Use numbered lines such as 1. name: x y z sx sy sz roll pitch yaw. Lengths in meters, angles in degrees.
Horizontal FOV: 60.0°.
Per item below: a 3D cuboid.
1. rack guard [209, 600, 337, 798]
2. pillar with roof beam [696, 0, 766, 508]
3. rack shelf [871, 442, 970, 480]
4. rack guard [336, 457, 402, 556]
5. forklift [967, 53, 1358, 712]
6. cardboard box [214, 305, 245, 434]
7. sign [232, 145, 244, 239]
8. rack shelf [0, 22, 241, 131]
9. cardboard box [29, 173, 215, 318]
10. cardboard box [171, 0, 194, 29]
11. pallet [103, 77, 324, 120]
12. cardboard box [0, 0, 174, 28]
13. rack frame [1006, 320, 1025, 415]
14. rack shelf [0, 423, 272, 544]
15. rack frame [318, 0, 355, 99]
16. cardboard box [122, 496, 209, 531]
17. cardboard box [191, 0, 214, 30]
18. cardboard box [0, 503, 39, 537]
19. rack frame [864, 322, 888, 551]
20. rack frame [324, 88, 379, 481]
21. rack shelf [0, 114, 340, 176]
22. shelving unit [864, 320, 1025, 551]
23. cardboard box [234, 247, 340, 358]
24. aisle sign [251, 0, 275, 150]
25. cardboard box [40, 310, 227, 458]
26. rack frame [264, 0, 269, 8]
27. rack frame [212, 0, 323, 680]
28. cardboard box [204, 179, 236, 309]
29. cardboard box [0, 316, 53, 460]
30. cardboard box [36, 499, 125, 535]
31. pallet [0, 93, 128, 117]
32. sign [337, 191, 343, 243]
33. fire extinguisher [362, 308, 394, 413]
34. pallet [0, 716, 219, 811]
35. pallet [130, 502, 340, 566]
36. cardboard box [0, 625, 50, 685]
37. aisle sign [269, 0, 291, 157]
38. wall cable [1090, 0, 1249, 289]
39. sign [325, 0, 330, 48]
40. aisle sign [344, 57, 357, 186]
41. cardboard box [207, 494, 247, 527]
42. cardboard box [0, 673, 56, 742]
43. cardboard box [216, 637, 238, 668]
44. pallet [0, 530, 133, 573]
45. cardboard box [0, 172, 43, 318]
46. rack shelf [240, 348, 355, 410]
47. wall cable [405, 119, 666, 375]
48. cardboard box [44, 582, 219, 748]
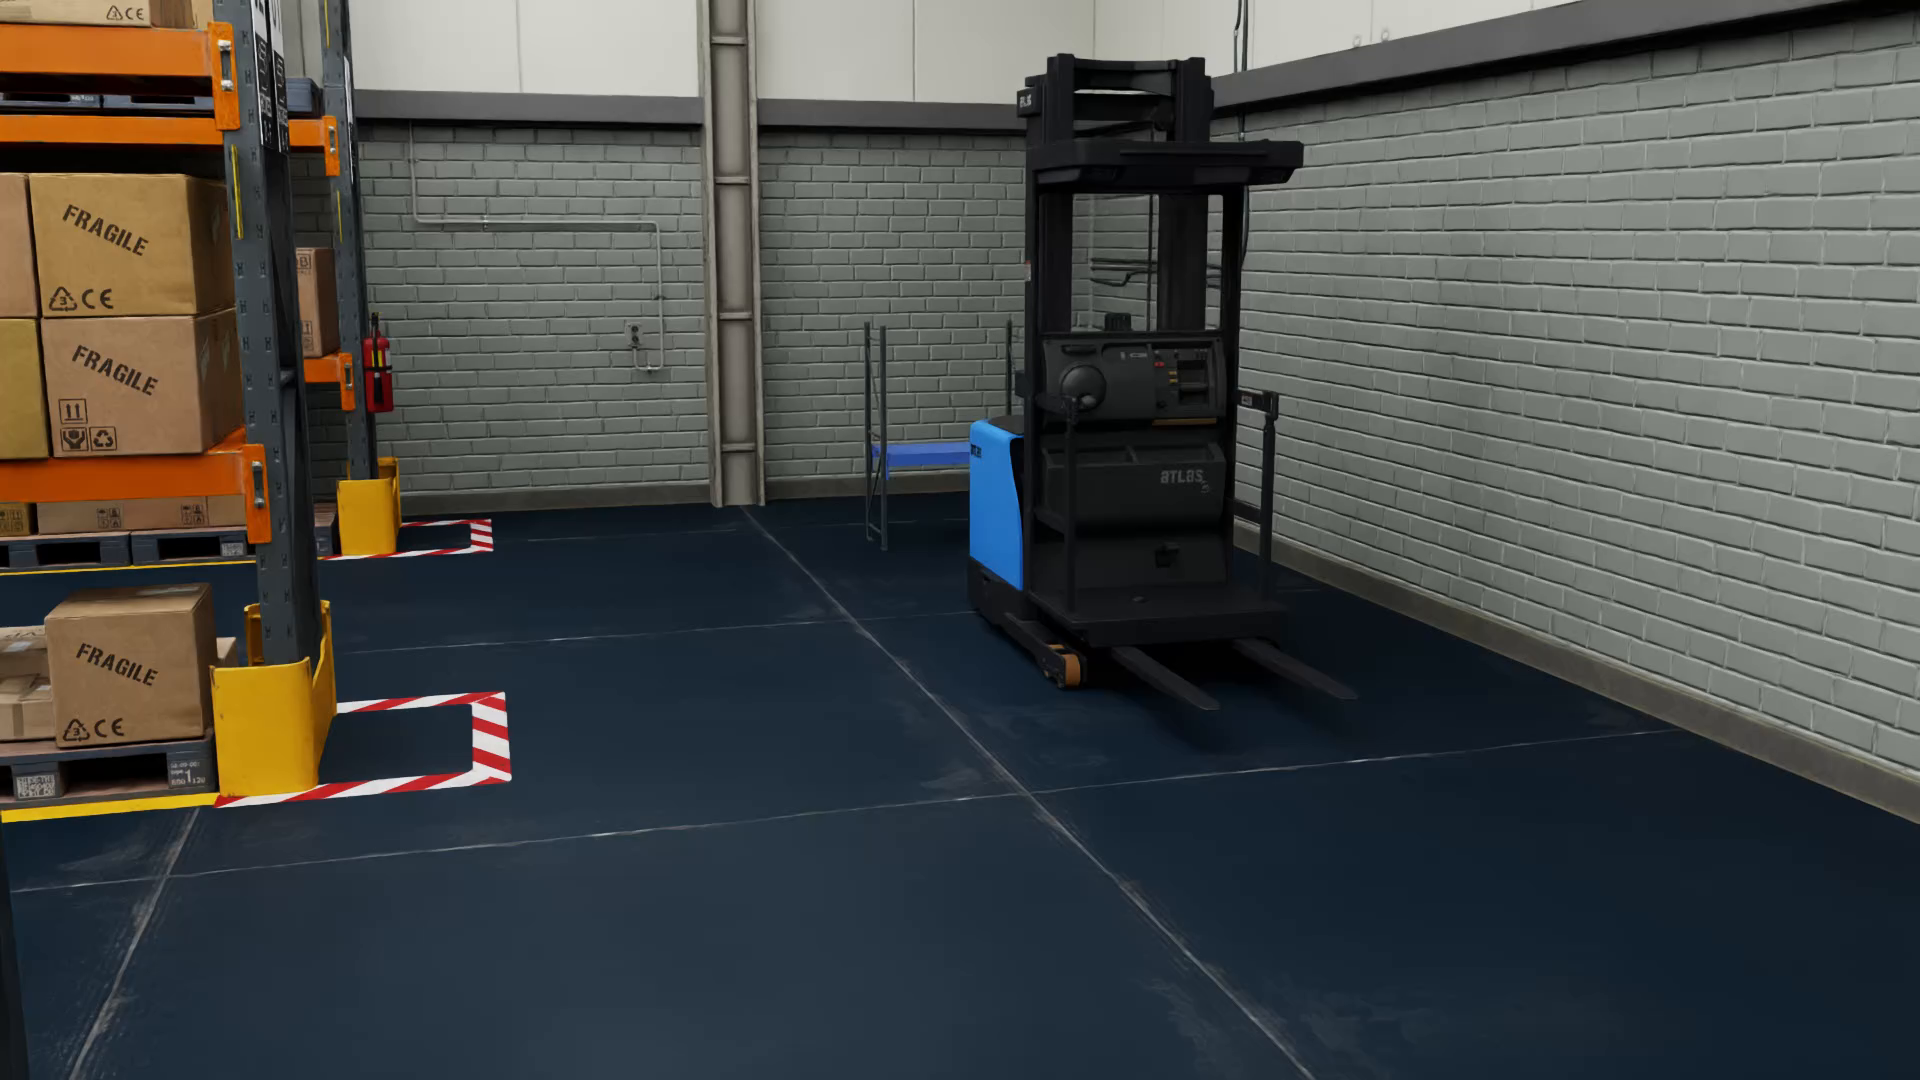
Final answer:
1. rack guard: -2.788 0.619 6.806 0.348 0.500 1.175 -3 11 -16
2. pillar with roof beam: -0.549 -3.965 8.227 0.400 9.000 9.100 -3 11 -16
3. rack shelf: -0.082 -0.556 11.420 1.000 0.185 0.538 -3 11 -16
4. rack guard: -4.080 -0.247 11.510 0.348 0.500 1.175 -3 11 -16
5. forklift: 0.914 -0.824 7.926 1.130 2.935 3.031 -3 11 -15
6. cardboard box: -3.214 -0.687 6.718 0.500 0.500 0.500 -3 11 -15
7. sign: -2.579 -1.242 5.937 0.005 0.325 0.100 -3 11 -16
8. rack shelf: -4.635 -1.635 5.844 4.000 0.370 1.077 -3 11 -16
9. cardboard box: -3.065 -1.085 6.119 0.500 0.500 0.500 -3 11 -16
10. cardboard box: -3.279 -2.034 6.441 0.500 0.250 0.500 -3 11 -16
11. pallet: -4.812 -2.868 10.799 1.213 0.211 1.003 -3 11 -16
12. cardboard box: -3.134 -1.944 5.952 0.500 0.250 0.500 -3 11 -16
13. rack frame: 0.406 -0.759 11.527 0.032 1.500 0.500 -3 11 -16
14. rack shelf: -4.635 -0.160 6.115 4.000 0.370 1.077 -3 11 -16
15. rack frame: -4.103 -4.426 10.734 0.127 3.000 1.000 -3 11 -16
16. cardboard box: -5.227 -0.375 11.041 0.500 0.500 0.700 -3 11 -16
17. cardboard box: -4.729 -3.417 10.445 0.500 0.500 0.500 -3 11 -16
18. cardboard box: -6.220 -0.321 10.748 0.500 0.500 0.700 -3 11 -15
19. rack frame: -0.570 -0.708 11.247 0.032 1.500 0.500 -3 11 -16
20. rack frame: -4.103 -1.476 11.277 0.127 3.000 1.000 -3 11 -16
21. rack shelf: -6.023 -2.496 10.521 4.000 0.370 1.077 -3 11 -16
22. shelving unit: -0.082 -0.733 11.387 1.048 1.500 0.538 -3 11 -16
23. cardboard box: -4.590 -1.596 11.100 0.700 0.700 0.980 -3 11 -13
24. aisle sign: -2.564 -1.843 6.094 0.004 0.787 0.394 -3 11 -16
25. cardboard box: -3.069 -0.594 6.211 0.500 0.500 0.500 -3 11 -14
26. rack frame: -2.715 -3.565 6.057 0.127 3.000 1.000 -3 11 -16
27. rack frame: -2.715 -0.615 6.600 0.127 3.000 1.000 -3 11 -16
28. cardboard box: -3.214 -1.179 6.628 0.500 0.500 0.500 -3 11 -14
29. cardboard box: -3.566 -0.567 6.065 0.500 0.500 0.500 -3 11 -15
30. cardboard box: -5.710 -0.349 10.902 0.500 0.500 0.700 -3 11 -18
31. pallet: -5.986 -2.805 10.460 1.213 0.211 1.003 -3 11 -16
32. sign: -3.965 -2.066 10.634 0.005 0.325 0.100 -3 11 -16
33. fire extinguisher: -3.829 -1.182 10.923 0.183 0.674 0.296 -3 11 -16
34. pallet: -3.553 0.801 6.612 1.213 0.211 1.003 -3 11 -16
35. pallet: -4.849 -0.050 11.236 1.213 0.211 1.003 -3 11 -16
36. cardboard box: -3.796 0.525 6.790 0.500 0.250 0.500 -3 11 -16
37. aisle sign: -2.731 -1.948 6.661 0.004 0.787 0.394 -3 11 -16
38. wall cable: 1.428 -3.123 12.232 0.112 2.526 3.097 -3 11 -16
39. sign: -3.965 -3.252 10.416 0.005 0.325 0.100 -3 11 -16
40. aisle sign: -3.950 -2.706 10.778 0.004 0.787 0.394 -3 11 -16
41. cardboard box: -4.747 -0.400 11.178 0.500 0.500 0.700 -3 11 -16
42. cardboard box: -3.582 0.638 6.408 0.250 0.166 0.380 -3 11 -16
43. cardboard box: -3.213 0.533 7.028 0.250 0.149 0.380 -3 11 -16
44. pallet: -6.018 0.011 10.904 1.213 0.211 1.003 -3 11 -16
45. cardboard box: -3.550 -1.059 5.979 0.500 0.500 0.500 -3 11 -14
46. rack shelf: -6.023 -1.021 10.792 4.000 0.370 1.077 -3 11 -16
47. wall cable: -3.138 -2.204 12.430 1.851 1.984 0.084 -3 11 -16
48. cardboard box: -3.168 0.469 6.405 0.500 0.500 0.500 -3 11 -16
